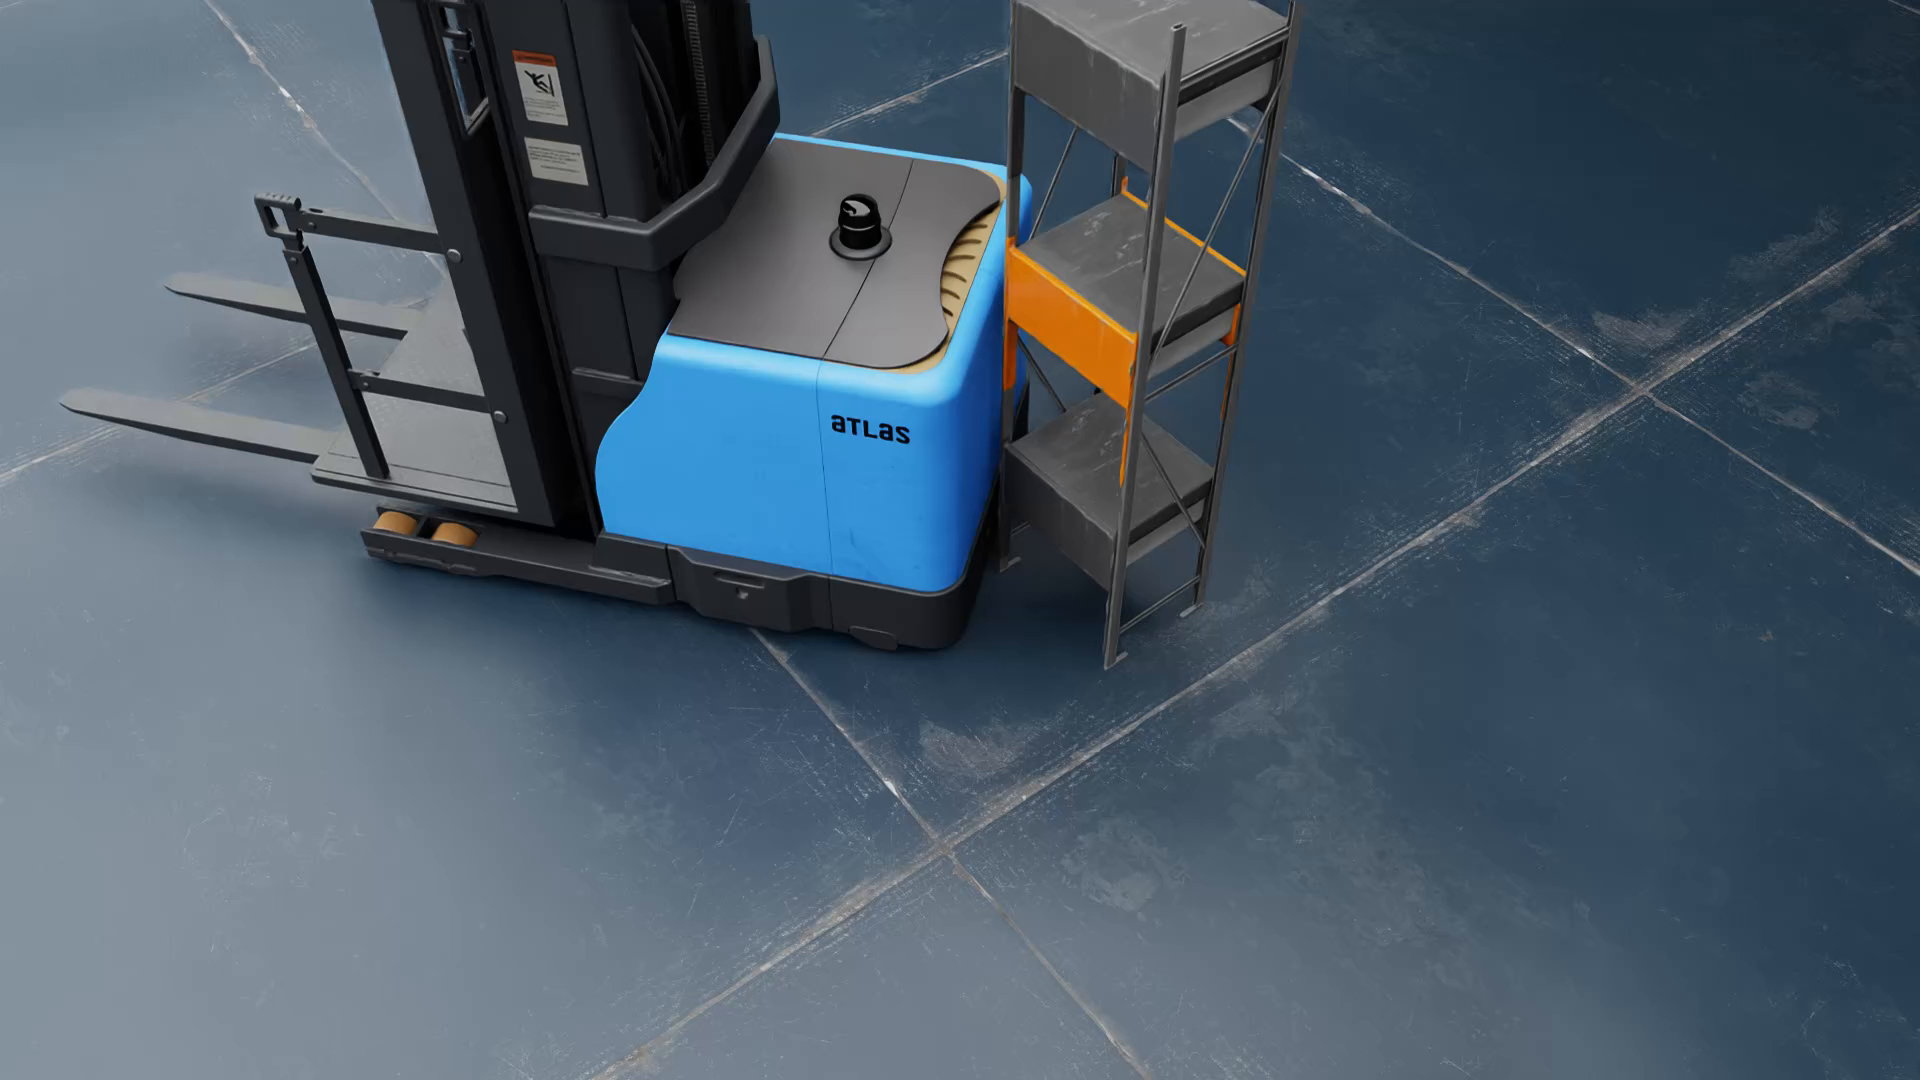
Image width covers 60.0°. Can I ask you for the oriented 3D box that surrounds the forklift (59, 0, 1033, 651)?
[{"bbox_3d":[-1.351,-1.247,4.402,3.031,2.935,1.130,10,49,9],"label":"forklift"}]

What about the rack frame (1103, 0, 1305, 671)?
[{"bbox_3d":[0.582,-0.416,4.210,0.400,2.100,0.015,-31,55,-25],"label":"rack frame"}]

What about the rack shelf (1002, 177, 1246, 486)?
[{"bbox_3d":[0.428,-0.547,4.347,0.431,0.518,0.480,-31,55,-25],"label":"rack shelf"}]

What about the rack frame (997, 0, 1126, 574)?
[{"bbox_3d":[0.273,-0.696,4.464,0.400,2.100,0.015,-31,55,-25],"label":"rack frame"}]

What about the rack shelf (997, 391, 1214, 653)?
[{"bbox_3d":[0.428,-0.077,4.866,0.431,0.518,0.480,-31,55,-25],"label":"rack shelf"}]

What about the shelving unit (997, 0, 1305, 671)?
[{"bbox_3d":[0.428,-0.556,4.337,0.431,2.100,0.503,-31,55,-25],"label":"shelving unit"}]

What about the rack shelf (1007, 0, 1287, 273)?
[{"bbox_3d":[0.428,-1.017,3.829,0.431,0.518,0.480,-31,55,-25],"label":"rack shelf"}]
